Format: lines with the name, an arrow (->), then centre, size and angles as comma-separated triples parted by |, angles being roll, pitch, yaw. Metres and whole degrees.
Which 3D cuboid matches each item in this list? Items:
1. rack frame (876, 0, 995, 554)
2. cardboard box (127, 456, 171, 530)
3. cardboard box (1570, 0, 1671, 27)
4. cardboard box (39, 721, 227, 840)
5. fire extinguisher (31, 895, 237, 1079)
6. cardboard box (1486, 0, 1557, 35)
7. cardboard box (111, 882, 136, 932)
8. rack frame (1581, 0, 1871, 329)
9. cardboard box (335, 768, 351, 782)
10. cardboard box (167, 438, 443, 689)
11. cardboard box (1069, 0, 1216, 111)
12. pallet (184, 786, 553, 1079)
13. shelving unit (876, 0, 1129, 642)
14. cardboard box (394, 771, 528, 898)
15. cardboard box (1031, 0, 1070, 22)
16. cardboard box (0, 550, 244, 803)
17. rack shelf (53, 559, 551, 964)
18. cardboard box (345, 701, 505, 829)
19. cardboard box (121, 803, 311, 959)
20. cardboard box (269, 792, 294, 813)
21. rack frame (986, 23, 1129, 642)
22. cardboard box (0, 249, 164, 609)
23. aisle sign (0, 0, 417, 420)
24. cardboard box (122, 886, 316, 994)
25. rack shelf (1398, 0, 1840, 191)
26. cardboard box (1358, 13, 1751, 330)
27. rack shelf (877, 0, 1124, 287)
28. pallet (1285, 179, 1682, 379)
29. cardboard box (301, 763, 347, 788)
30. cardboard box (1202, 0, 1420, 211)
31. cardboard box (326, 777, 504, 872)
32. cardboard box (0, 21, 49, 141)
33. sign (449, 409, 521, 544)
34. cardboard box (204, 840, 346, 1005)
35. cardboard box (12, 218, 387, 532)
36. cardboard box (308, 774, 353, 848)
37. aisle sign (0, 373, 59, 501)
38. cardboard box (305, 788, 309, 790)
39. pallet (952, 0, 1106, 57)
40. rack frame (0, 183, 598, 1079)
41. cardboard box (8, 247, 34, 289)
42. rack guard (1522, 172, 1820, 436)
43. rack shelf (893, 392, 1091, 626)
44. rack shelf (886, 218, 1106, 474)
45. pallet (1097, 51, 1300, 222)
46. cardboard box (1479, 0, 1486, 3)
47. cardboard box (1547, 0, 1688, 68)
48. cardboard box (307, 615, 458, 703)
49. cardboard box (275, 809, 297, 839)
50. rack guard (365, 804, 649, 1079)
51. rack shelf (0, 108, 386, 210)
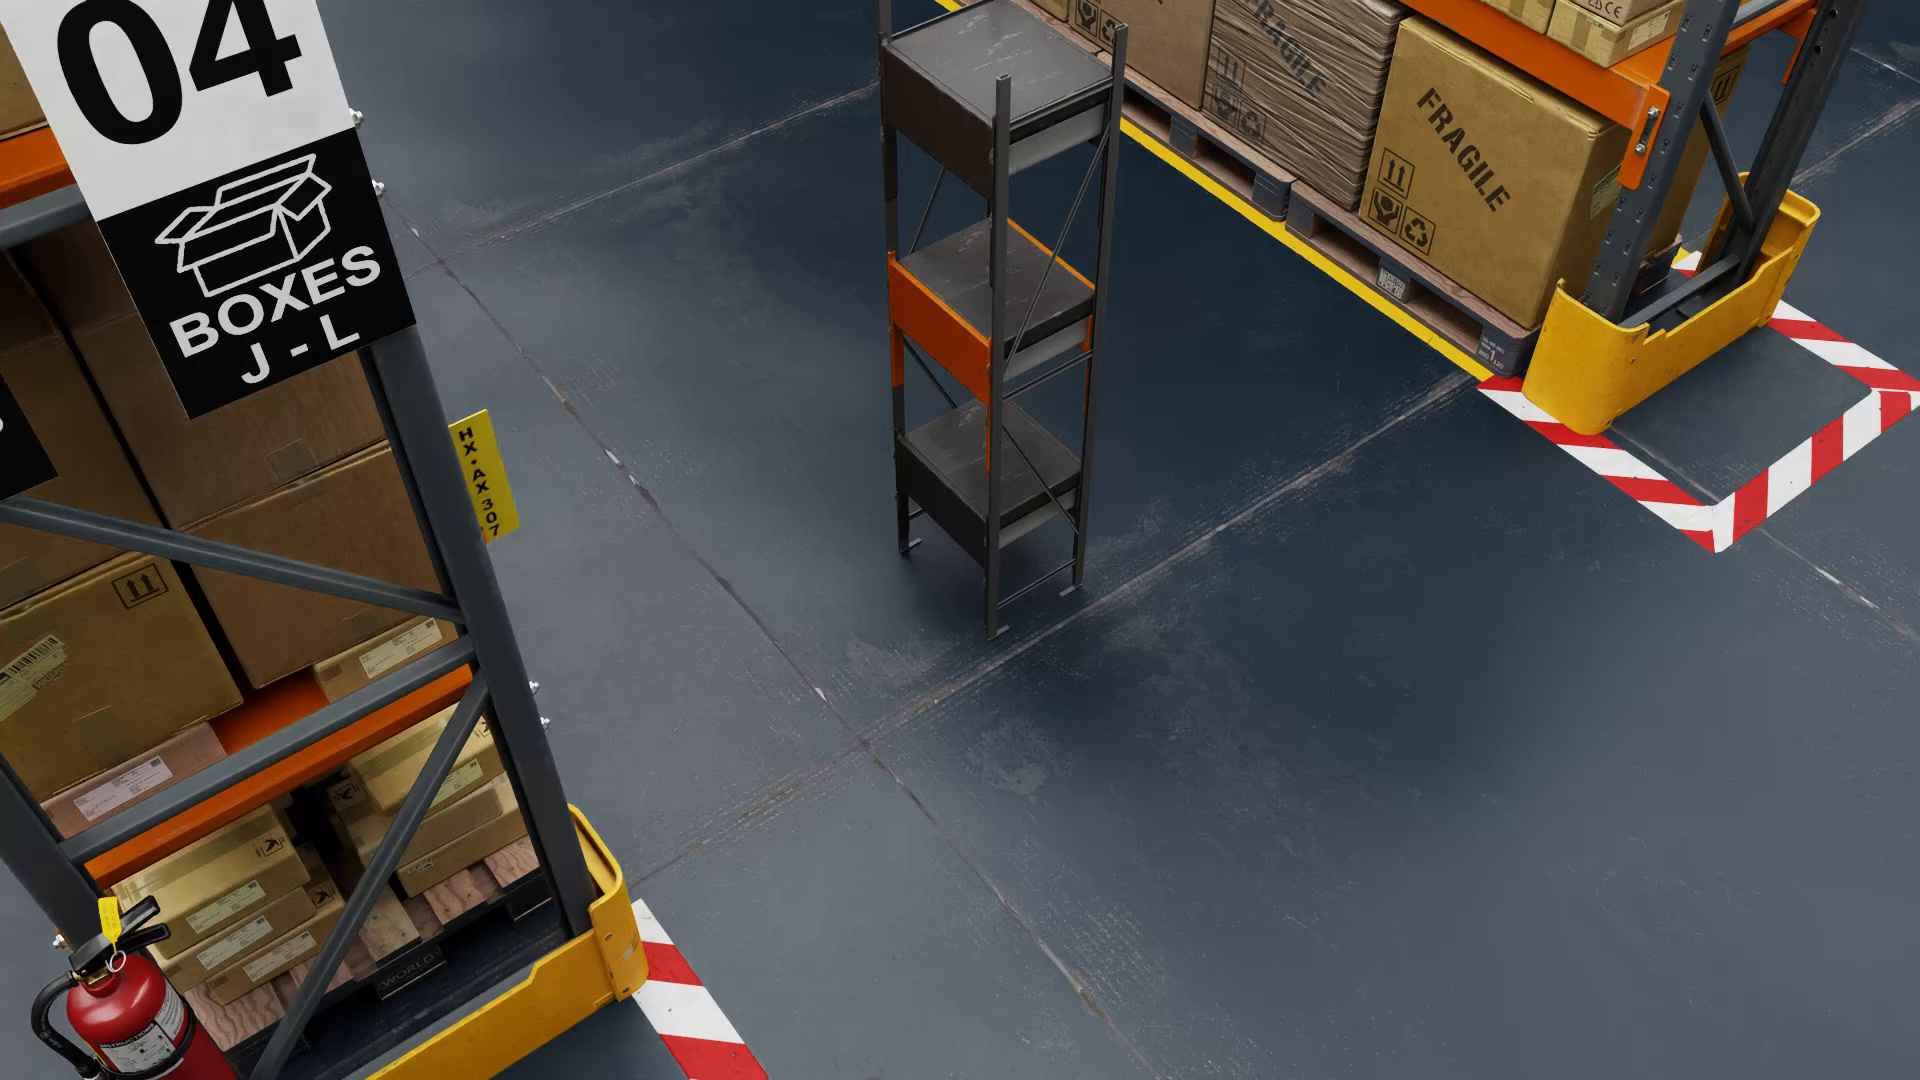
rack frame -> -0.048, -0.752, 5.014 | 0.400, 2.100, 0.015 | -29, 54, -24
cardboard box -> -1.763, -0.408, 3.827 | 0.500, 0.500, 0.500 | -29, 54, -24
cardboard box -> 2.137, -1.963, 5.405 | 0.500, 0.250, 0.500 | -30, 55, -25
cardboard box -> -1.789, 0.437, 3.498 | 0.380, 0.149, 0.250 | -29, 54, -24
fire extinguisher -> -1.582, 0.925, 3.190 | 0.296, 0.674, 0.183 | -29, 54, -24
cardboard box -> 2.005, -1.877, 5.597 | 0.380, 0.149, 0.250 | -29, 54, -24
cardboard box -> -2.088, 0.912, 4.539 | 0.380, 0.149, 0.250 | -28, 54, -23
rack frame -> 2.642, -1.747, 5.309 | 1.000, 3.000, 0.127 | -29, 54, -24
cardboard box -> -1.601, 0.524, 4.690 | 0.380, 0.149, 0.250 | -30, 54, -24
cardboard box -> -1.419, -0.104, 3.551 | 0.500, 0.500, 0.500 | -27, 53, -22
cardboard box -> 1.101, -2.577, 7.212 | 0.875, 0.875, 0.875 | -29, 54, -24
pallet -> -1.877, 0.815, 4.868 | 1.003, 0.211, 1.213 | -29, 54, -24
shelving unit -> 0.100, -0.608, 4.884 | 0.431, 2.100, 0.503 | -29, 54, -24
cardboard box -> -1.429, 0.783, 4.657 | 0.380, 0.149, 0.250 | -28, 54, -23
cardboard box -> 0.556, -3.108, 7.693 | 0.875, 0.875, 0.875 | -29, 54, -24
cardboard box -> -1.844, 0.136, 3.334 | 0.500, 0.500, 0.500 | -28, 54, -23
rack shelf -> -2.578, -0.519, 4.681 | 1.077, 0.370, 4.000 | -29, 54, -24
cardboard box -> -1.414, 0.574, 4.444 | 0.380, 0.149, 0.250 | -32, 55, -26
cardboard box -> -1.889, 0.837, 4.206 | 0.380, 0.149, 0.250 | -29, 54, -24
cardboard box -> -1.996, 0.663, 4.364 | 0.380, 0.149, 0.250 | -28, 54, -23
rack frame -> 0.248, -0.464, 4.753 | 0.400, 2.100, 0.015 | -29, 54, -24
cardboard box -> -1.842, -0.209, 2.972 | 0.500, 0.500, 0.500 | -30, 55, -25
aisle sign -> -1.084, -0.546, 2.466 | 0.394, 0.787, 0.004 | -29, 54, -24
cardboard box -> -1.914, 0.952, 4.302 | 0.380, 0.149, 0.250 | -31, 55, -25
rack shelf -> 1.431, -2.684, 6.645 | 1.077, 0.370, 4.000 | -29, 54, -24
cardboard box -> 2.190, -1.516, 6.250 | 0.875, 0.875, 0.875 | -29, 54, -24
rack shelf -> 0.100, -1.069, 4.375 | 0.431, 0.518, 0.480 | -29, 54, -24
pallet -> 2.095, -1.247, 6.738 | 1.003, 0.211, 1.213 | -29, 54, -24
cardboard box -> -1.676, 0.465, 4.543 | 0.380, 0.149, 0.250 | -28, 54, -23
cardboard box -> 1.639, -2.052, 6.737 | 0.875, 0.875, 0.875 | -29, 54, -24
cardboard box -> -1.480, 0.711, 4.521 | 0.380, 0.149, 0.250 | -27, 53, -23
cardboard box -> -1.435, -0.918, 2.634 | 0.500, 0.250, 0.500 | -28, 53, -23
sign -> -0.935, -0.116, 3.246 | 0.100, 0.325, 0.005 | -29, 54, -24
cardboard box -> -1.852, 1.018, 4.443 | 0.380, 0.149, 0.250 | -29, 54, -23
cardboard box -> -1.428, -0.435, 3.176 | 0.500, 0.500, 0.500 | -30, 54, -24
cardboard box -> -1.653, 0.665, 4.763 | 0.380, 0.149, 0.250 | -30, 54, -24
aisle sign -> -1.562, -0.277, 2.222 | 0.394, 0.787, 0.004 | -29, 54, -24
cardboard box -> -1.809, 0.522, 4.893 | 0.380, 0.149, 0.250 | -29, 54, -24
pallet -> 0.618, -2.685, 8.042 | 1.003, 0.211, 1.213 | -29, 54, -24
rack frame -> -1.367, 0.419, 3.346 | 1.000, 3.000, 0.127 | -29, 54, -24
cardboard box -> -1.738, -0.729, 3.443 | 0.500, 0.500, 0.500 | -28, 54, -23
rack guard -> 2.656, -0.893, 6.222 | 1.175, 0.500, 0.348 | -29, 54, -24
rack shelf -> 0.100, -0.128, 5.412 | 0.431, 0.518, 0.480 | -29, 54, -24
rack shelf -> 0.100, -0.598, 4.894 | 0.431, 0.518, 0.480 | -29, 54, -24
pallet -> 1.361, -1.965, 7.389 | 1.003, 0.211, 1.213 | -29, 54, -24
cardboard box -> 1.853, -2.026, 5.732 | 0.380, 0.149, 0.250 | -29, 54, -24
cardboard box -> 2.164, -1.725, 5.458 | 0.380, 0.149, 0.250 | -28, 54, -23
cardboard box -> -1.302, 0.165, 3.745 | 0.380, 0.149, 0.250 | -30, 54, -24
cardboard box -> -2.029, 0.774, 4.464 | 0.380, 0.149, 0.250 | -31, 55, -25
rack guard -> -1.413, 1.213, 4.313 | 1.175, 0.500, 0.348 | -29, 54, -24
rack shelf -> -2.578, -1.527, 3.570 | 1.077, 0.370, 4.000 | -29, 54, -24
